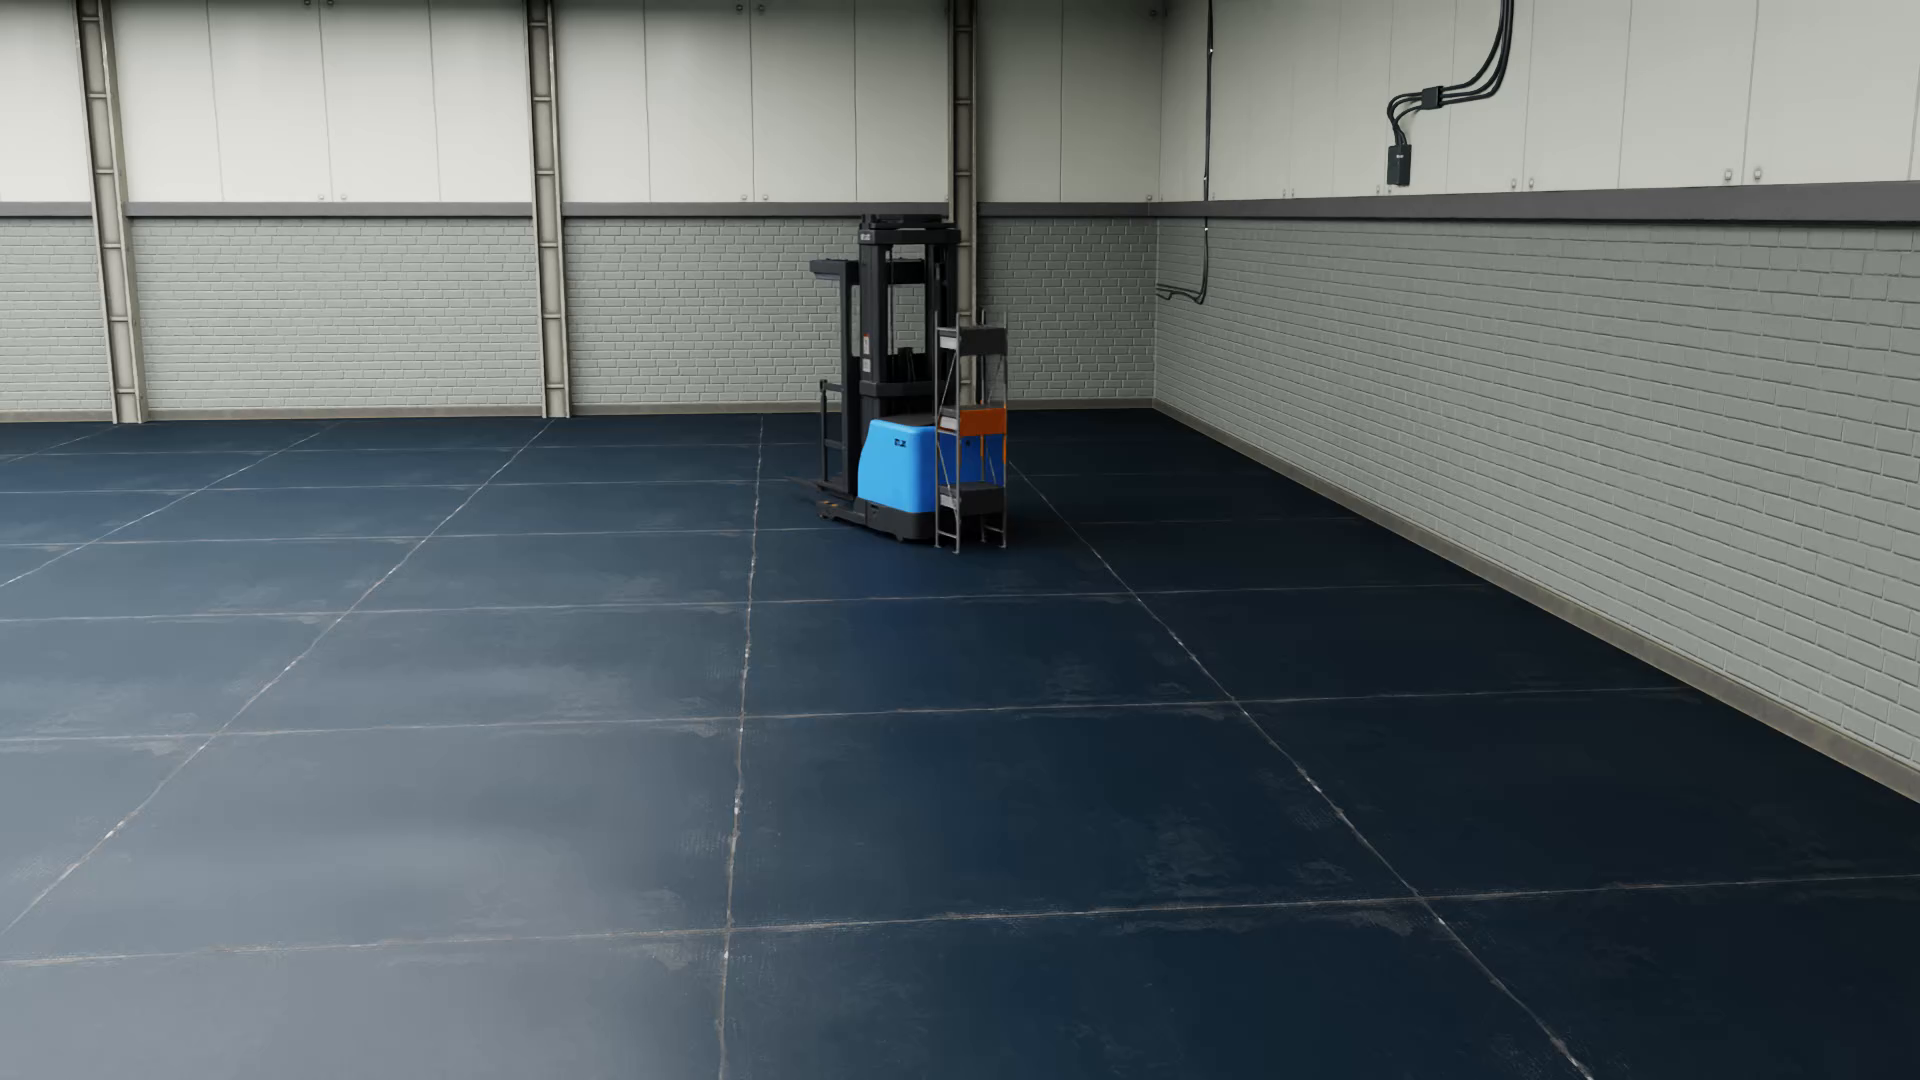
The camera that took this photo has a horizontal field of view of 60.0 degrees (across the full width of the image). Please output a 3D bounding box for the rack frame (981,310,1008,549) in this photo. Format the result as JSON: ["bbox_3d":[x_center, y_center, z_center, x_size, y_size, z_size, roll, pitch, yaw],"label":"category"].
[{"bbox_3d":[0.306,-0.986,14.822,0.015,2.100,0.400,-7,13,-31],"label":"rack frame"}]

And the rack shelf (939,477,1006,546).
[{"bbox_3d":[0.098,-0.261,14.835,0.480,0.518,0.431,-7,13,-31],"label":"rack shelf"}]

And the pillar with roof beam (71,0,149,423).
[{"bbox_3d":[-11.433,-5.286,18.810,0.400,9.000,9.100,-1,11,-6],"label":"pillar with roof beam"}]

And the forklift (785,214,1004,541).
[{"bbox_3d":[-0.764,-1.666,16.125,1.130,2.935,3.031,-7,13,-31],"label":"forklift"}]

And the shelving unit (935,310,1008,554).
[{"bbox_3d":[0.098,-0.961,14.697,0.503,2.100,0.431,-7,13,-31],"label":"shelving unit"}]

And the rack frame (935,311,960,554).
[{"bbox_3d":[-0.111,-0.937,14.572,0.015,2.100,0.400,-7,13,-31],"label":"rack frame"}]

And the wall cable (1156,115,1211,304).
[{"bbox_3d":[3.104,-4.646,23.603,0.112,2.526,3.097,-1,11,-6],"label":"wall cable"}]

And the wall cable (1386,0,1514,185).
[{"bbox_3d":[4.113,-6.017,13.713,0.169,6.003,2.305,-1,11,-6],"label":"wall cable"}]

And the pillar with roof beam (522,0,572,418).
[{"bbox_3d":[-5.468,-5.411,19.446,0.400,9.000,9.100,-1,11,-6],"label":"pillar with roof beam"}]

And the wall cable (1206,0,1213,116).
[{"bbox_3d":[3.396,-6.605,20.477,0.112,2.526,3.097,-1,11,-6],"label":"wall cable"}]

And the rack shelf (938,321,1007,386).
[{"bbox_3d":[0.098,-1.635,14.565,0.480,0.518,0.431,-7,13,-31],"label":"rack shelf"}]

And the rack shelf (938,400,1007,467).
[{"bbox_3d":[0.098,-0.948,14.700,0.480,0.518,0.431,-7,13,-31],"label":"rack shelf"}]

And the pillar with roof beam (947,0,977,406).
[{"bbox_3d":[0.497,-5.536,20.082,0.400,9.000,9.100,-1,11,-6],"label":"pillar with roof beam"}]
